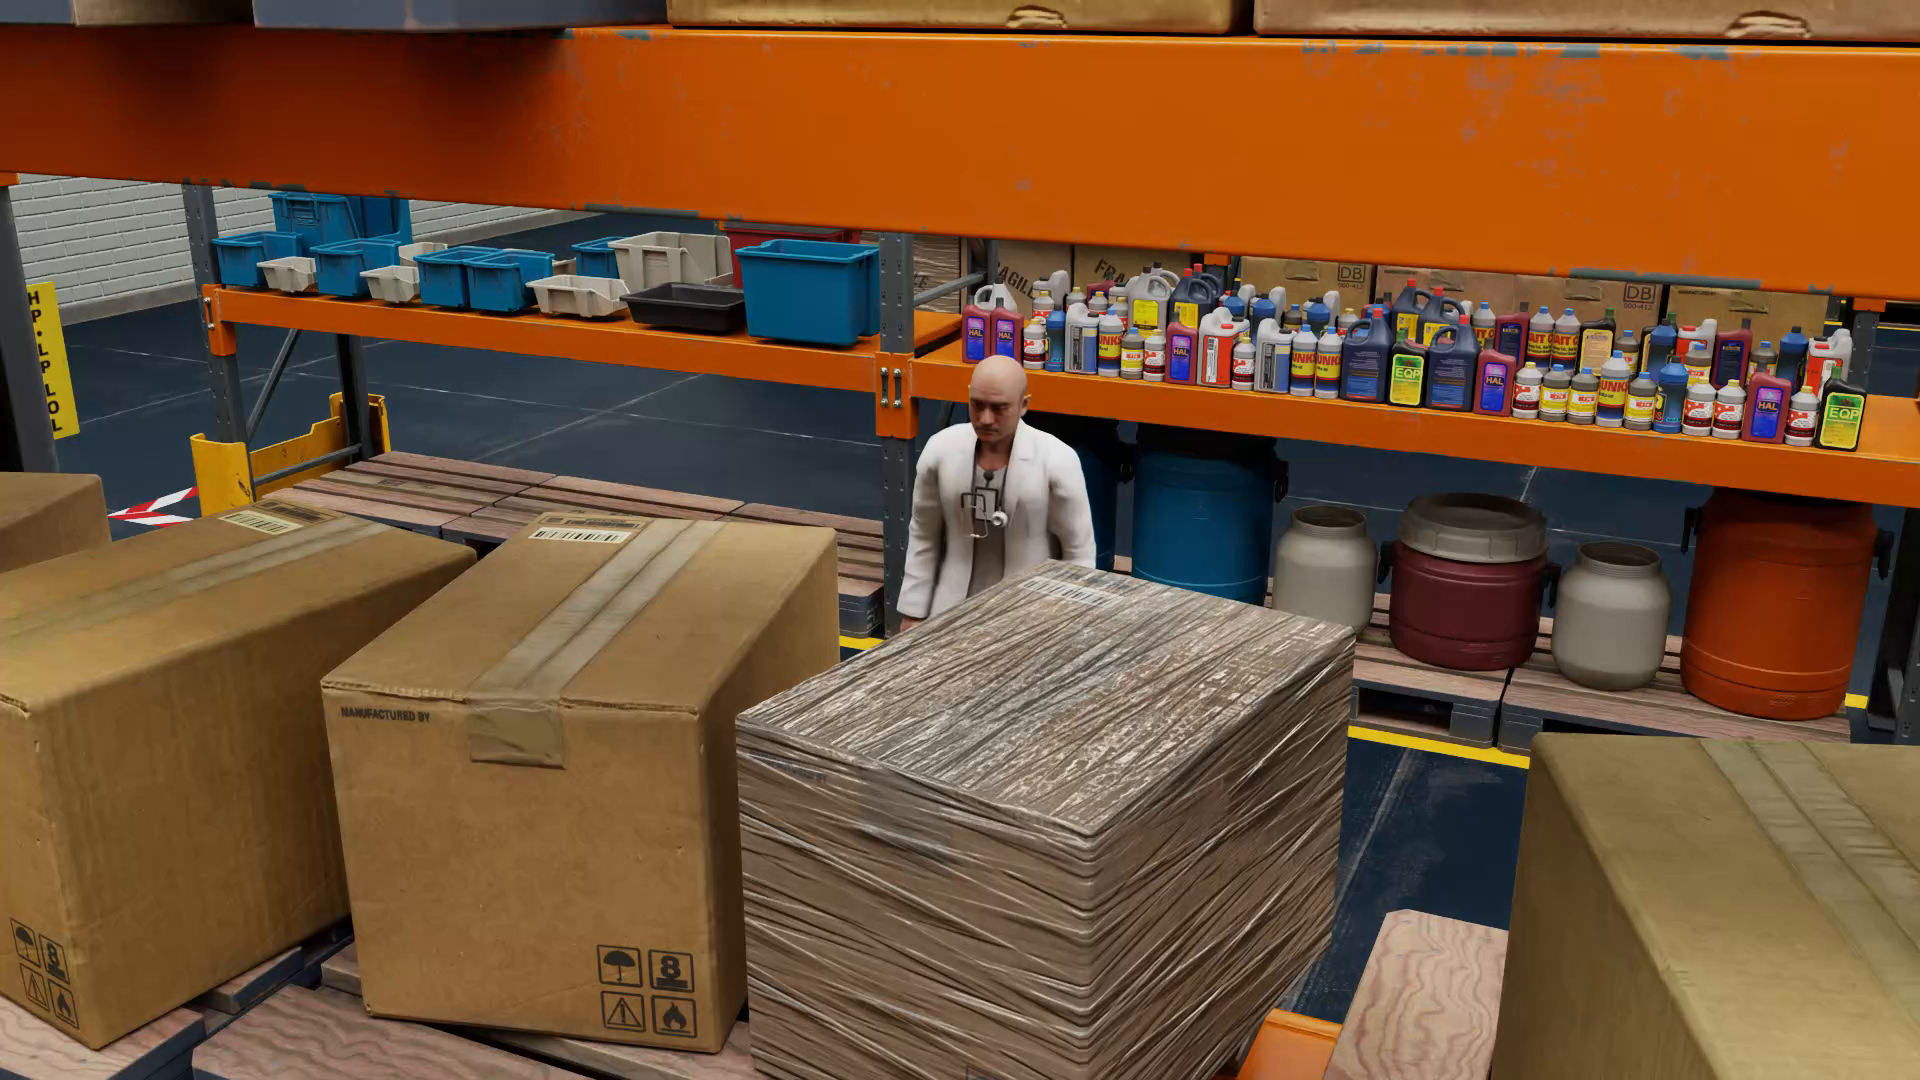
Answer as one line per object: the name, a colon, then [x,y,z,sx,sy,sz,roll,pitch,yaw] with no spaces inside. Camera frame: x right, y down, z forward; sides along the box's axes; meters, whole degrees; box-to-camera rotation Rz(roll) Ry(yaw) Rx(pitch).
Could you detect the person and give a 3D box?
person: [0.109,0.278,5.268,0.653,1.774,0.425,7,20,20]
